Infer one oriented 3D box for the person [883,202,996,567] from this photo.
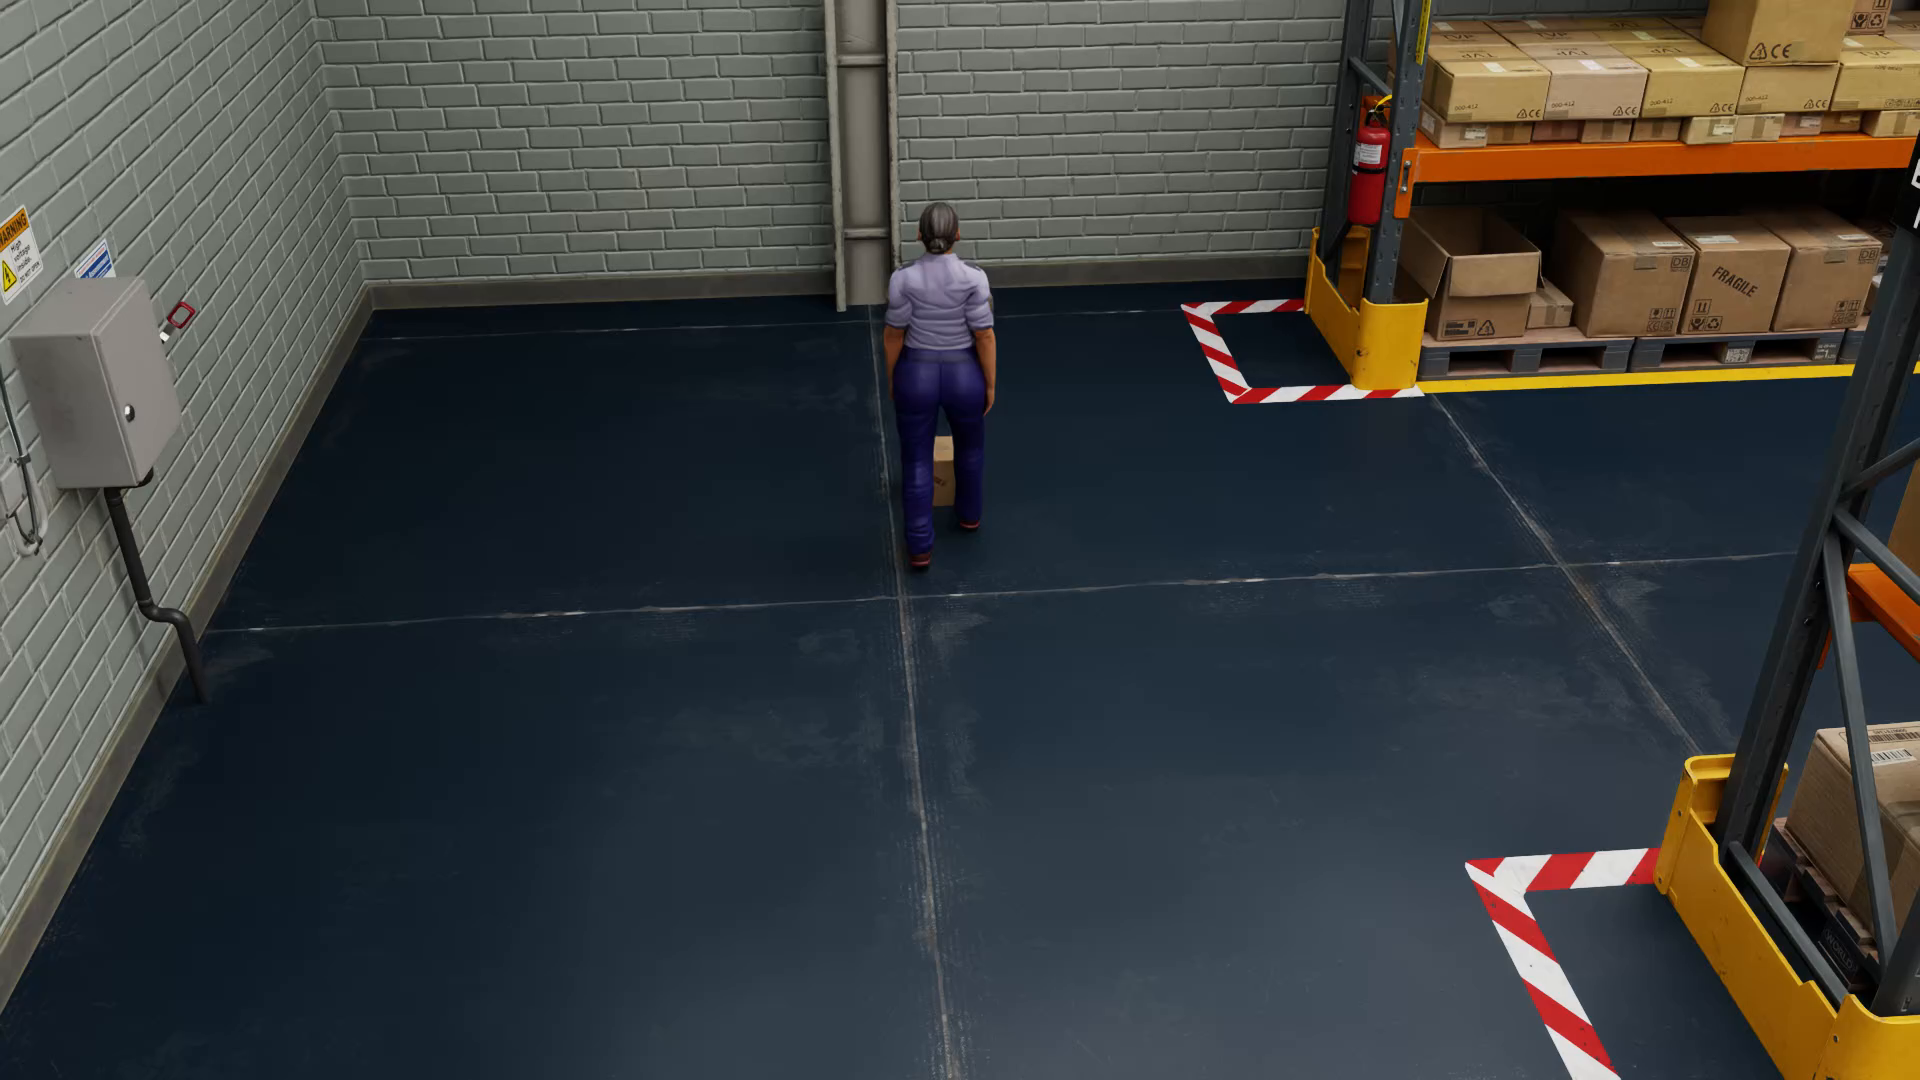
[{"bbox_3d":[-0.090,-0.725,7.324,0.483,1.644,0.642,-1,31,-1],"label":"person"}]
